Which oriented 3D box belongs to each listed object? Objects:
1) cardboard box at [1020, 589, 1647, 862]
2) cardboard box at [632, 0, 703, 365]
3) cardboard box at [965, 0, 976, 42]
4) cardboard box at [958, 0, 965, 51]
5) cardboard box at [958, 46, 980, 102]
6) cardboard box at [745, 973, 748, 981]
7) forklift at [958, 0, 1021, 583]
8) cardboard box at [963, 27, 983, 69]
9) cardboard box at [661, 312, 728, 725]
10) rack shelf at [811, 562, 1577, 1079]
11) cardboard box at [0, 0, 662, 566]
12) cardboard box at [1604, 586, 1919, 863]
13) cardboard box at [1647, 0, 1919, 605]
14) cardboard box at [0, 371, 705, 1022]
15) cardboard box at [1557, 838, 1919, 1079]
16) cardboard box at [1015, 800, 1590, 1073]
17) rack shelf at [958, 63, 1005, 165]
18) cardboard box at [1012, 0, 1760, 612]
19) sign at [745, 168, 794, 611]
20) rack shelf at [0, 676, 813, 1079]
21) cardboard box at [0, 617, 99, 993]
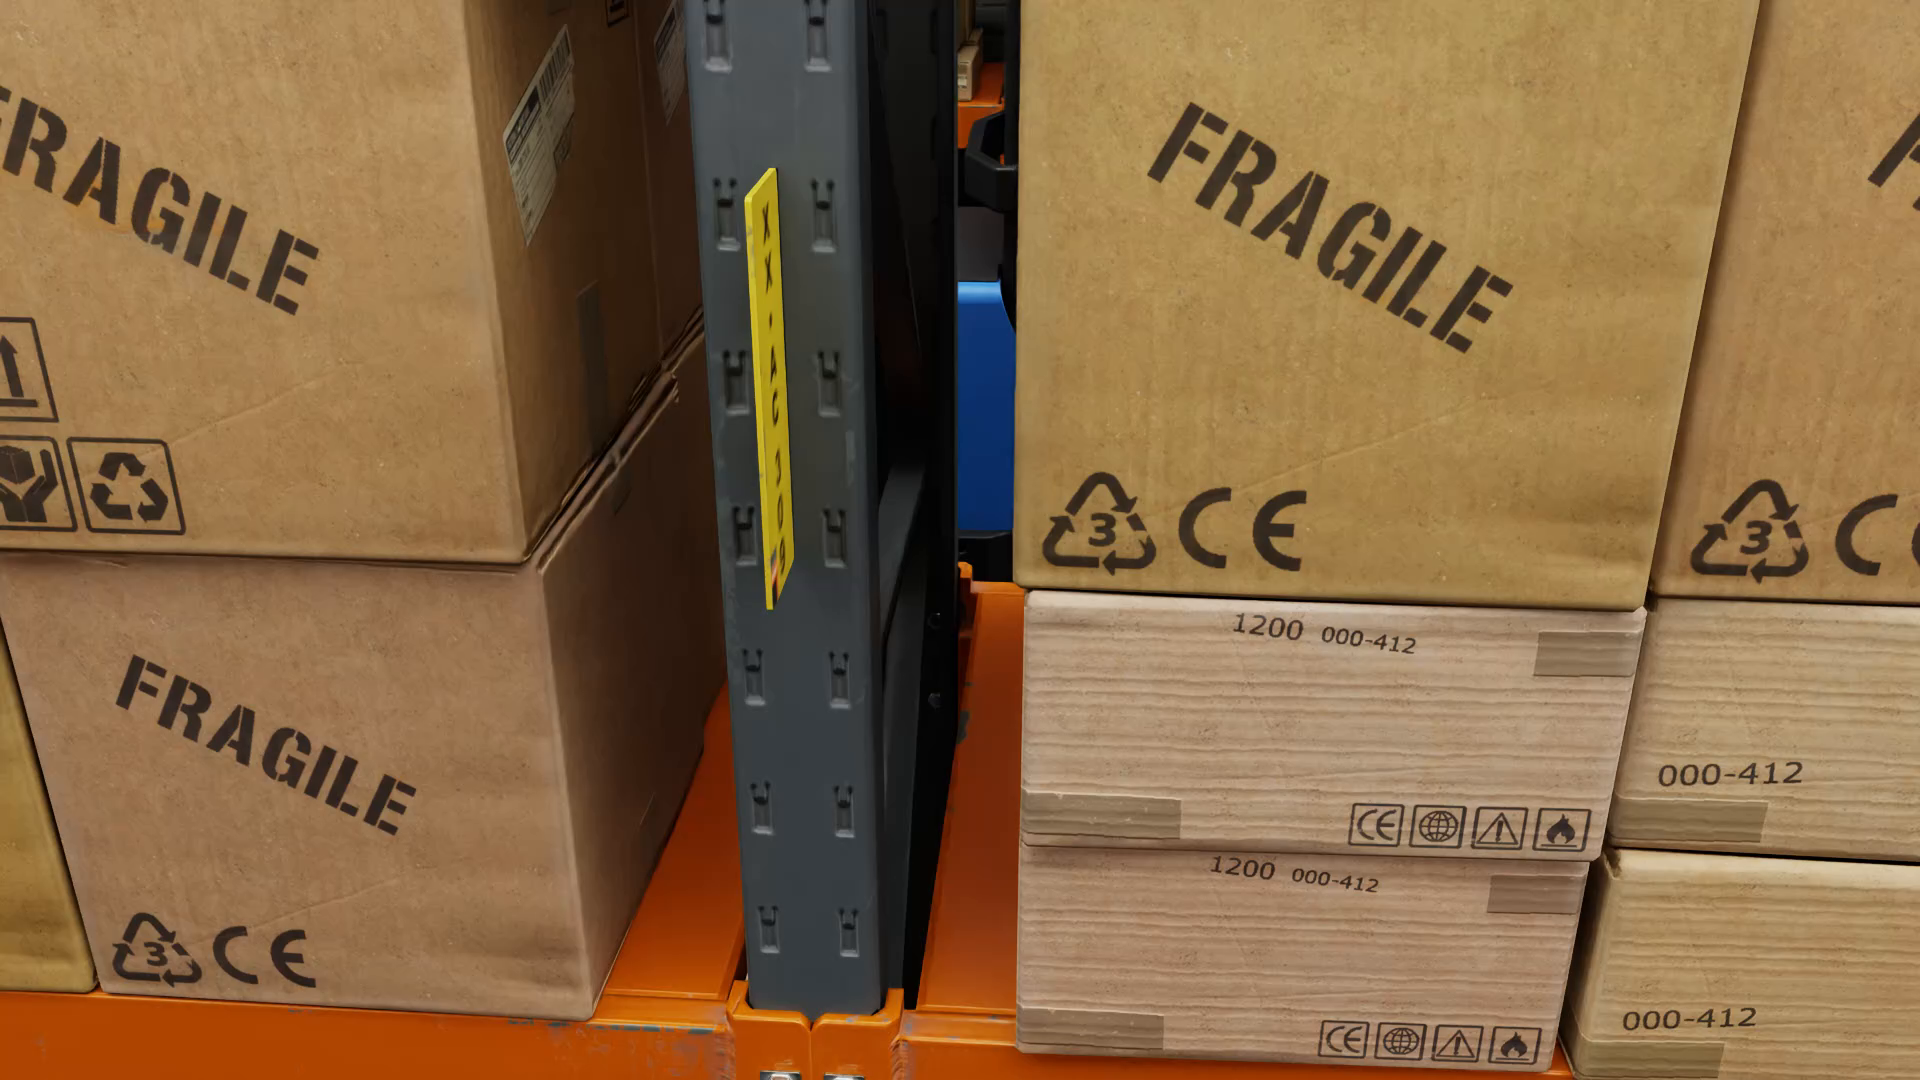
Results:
[{"bbox_3d":[0.314,0.059,1.616,0.500,0.250,0.500,1,25,2],"label":"cardboard box"},{"bbox_3d":[-0.560,-0.530,1.997,0.500,0.500,0.500,2,25,4],"label":"cardboard box"},{"bbox_3d":[-0.200,-2.178,6.719,0.500,0.250,0.500,2,25,3],"label":"cardboard box"},{"bbox_3d":[-0.254,-1.965,6.255,0.500,0.250,0.500,2,25,5],"label":"cardboard box"},{"bbox_3d":[-0.064,-1.774,6.317,0.250,0.149,0.380,2,25,5],"label":"cardboard box"},{"bbox_3d":[-0.721,0.994,2.563,0.875,0.438,0.875,1,25,3],"label":"cardboard box"},{"bbox_3d":[0.854,-1.273,5.010,3.031,2.935,1.130,1,25,3],"label":"forklift"},{"bbox_3d":[-0.042,-1.994,6.795,0.250,0.149,0.380,2,25,4],"label":"cardboard box"},{"bbox_3d":[-0.551,-0.084,2.224,0.500,0.500,0.500,3,25,6],"label":"cardboard box"},{"bbox_3d":[1.891,0.477,1.986,4.000,0.370,1.077,2,25,4],"label":"rack shelf"},{"bbox_3d":[-0.595,-0.314,1.528,0.500,0.500,0.500,2,25,4],"label":"cardboard box"},{"bbox_3d":[0.836,0.064,1.605,0.500,0.250,0.500,2,25,5],"label":"cardboard box"},{"bbox_3d":[0.823,-0.275,1.444,0.500,0.500,0.500,2,25,4],"label":"cardboard box"},{"bbox_3d":[-0.585,0.132,1.755,0.500,0.500,0.500,2,25,4],"label":"cardboard box"},{"bbox_3d":[0.831,0.294,1.702,0.500,0.250,0.500,1,25,3],"label":"cardboard box"},{"bbox_3d":[0.315,0.278,1.736,0.500,0.250,0.500,1,25,3],"label":"cardboard box"},{"bbox_3d":[-1.721,-1.720,6.760,4.000,0.370,1.077,2,25,4],"label":"rack shelf"},{"bbox_3d":[0.313,-0.280,1.454,0.500,0.500,0.500,2,25,5],"label":"cardboard box"},{"bbox_3d":[-0.144,-0.112,1.274,0.005,0.325,0.100,2,25,4],"label":"sign"},{"bbox_3d":[-2.098,0.349,2.264,4.000,0.370,1.077,2,25,4],"label":"rack shelf"},{"bbox_3d":[-1.099,0.118,1.785,0.500,0.500,0.500,1,25,3],"label":"cardboard box"}]
